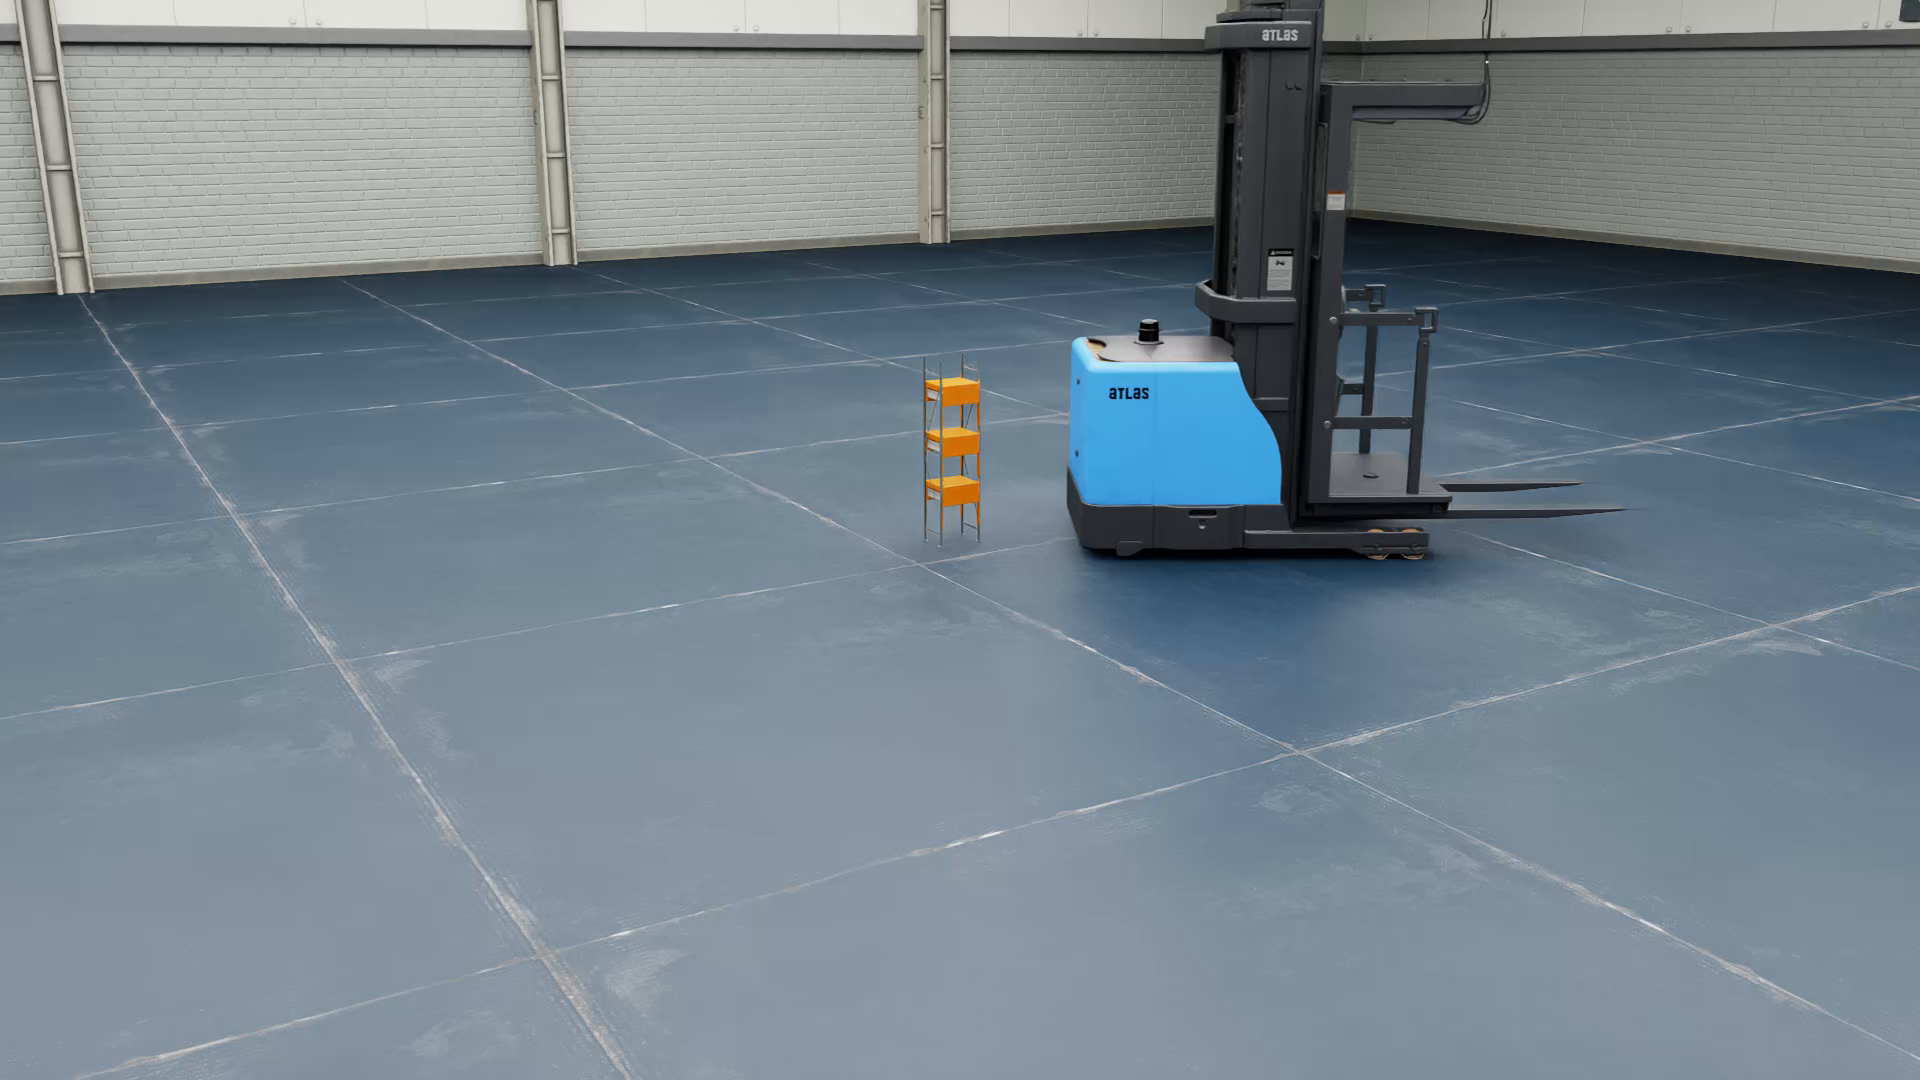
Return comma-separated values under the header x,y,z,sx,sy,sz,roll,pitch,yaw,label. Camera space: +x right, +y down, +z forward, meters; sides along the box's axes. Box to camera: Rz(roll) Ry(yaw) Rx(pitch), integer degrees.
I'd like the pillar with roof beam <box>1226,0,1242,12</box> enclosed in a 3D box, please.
x,y,z,sx,sy,sz,roll,pitch,yaw,label
6.961,-8.834,24.251,0.400,9.000,9.100,-9,18,-30,pillar with roof beam

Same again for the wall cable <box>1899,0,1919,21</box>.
x,y,z,sx,sy,sz,roll,pitch,yaw,label
12.826,-9.372,19.871,0.169,6.003,2.305,-9,18,-30,wall cable

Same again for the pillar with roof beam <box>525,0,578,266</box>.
x,y,z,sx,sy,sz,roll,pitch,yaw,label
-3.325,-7.166,18.301,0.400,9.000,9.100,-9,18,-30,pillar with roof beam

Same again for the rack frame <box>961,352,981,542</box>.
x,y,z,sx,sy,sz,roll,pitch,yaw,label
0.059,-0.515,9.302,0.008,1.050,0.200,-9,18,-30,rack frame

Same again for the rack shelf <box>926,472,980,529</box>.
x,y,z,sx,sy,sz,roll,pitch,yaw,label
-0.046,-0.220,9.319,0.240,0.259,0.215,-9,18,-30,rack shelf

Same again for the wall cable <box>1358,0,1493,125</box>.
x,y,z,sx,sy,sz,roll,pitch,yaw,label
7.950,-8.438,28.593,0.112,2.526,3.097,-9,18,-30,wall cable

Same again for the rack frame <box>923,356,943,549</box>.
x,y,z,sx,sy,sz,roll,pitch,yaw,label
-0.150,-0.481,9.181,0.008,1.050,0.200,-9,18,-30,rack frame

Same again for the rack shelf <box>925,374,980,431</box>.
x,y,z,sx,sy,sz,roll,pitch,yaw,label
-0.046,-0.761,9.168,0.240,0.259,0.215,-9,18,-30,rack shelf

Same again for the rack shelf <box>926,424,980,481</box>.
x,y,z,sx,sy,sz,roll,pitch,yaw,label
-0.046,-0.488,9.244,0.240,0.259,0.215,-9,18,-30,rack shelf

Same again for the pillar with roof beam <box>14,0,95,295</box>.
x,y,z,sx,sy,sz,roll,pitch,yaw,label
-8.469,-6.332,15.325,0.400,9.000,9.100,-9,18,-30,pillar with roof beam

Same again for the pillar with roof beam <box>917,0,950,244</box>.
x,y,z,sx,sy,sz,roll,pitch,yaw,label
1.818,-8.000,21.276,0.400,9.000,9.100,-9,18,-30,pillar with roof beam

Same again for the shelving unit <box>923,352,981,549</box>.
x,y,z,sx,sy,sz,roll,pitch,yaw,label
-0.046,-0.498,9.242,0.252,1.050,0.215,-9,18,-30,shelving unit

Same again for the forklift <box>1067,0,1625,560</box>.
x,y,z,sx,sy,sz,roll,pitch,yaw,label
2.160,-1.446,9.138,3.031,2.935,1.130,0,16,-2,forklift
